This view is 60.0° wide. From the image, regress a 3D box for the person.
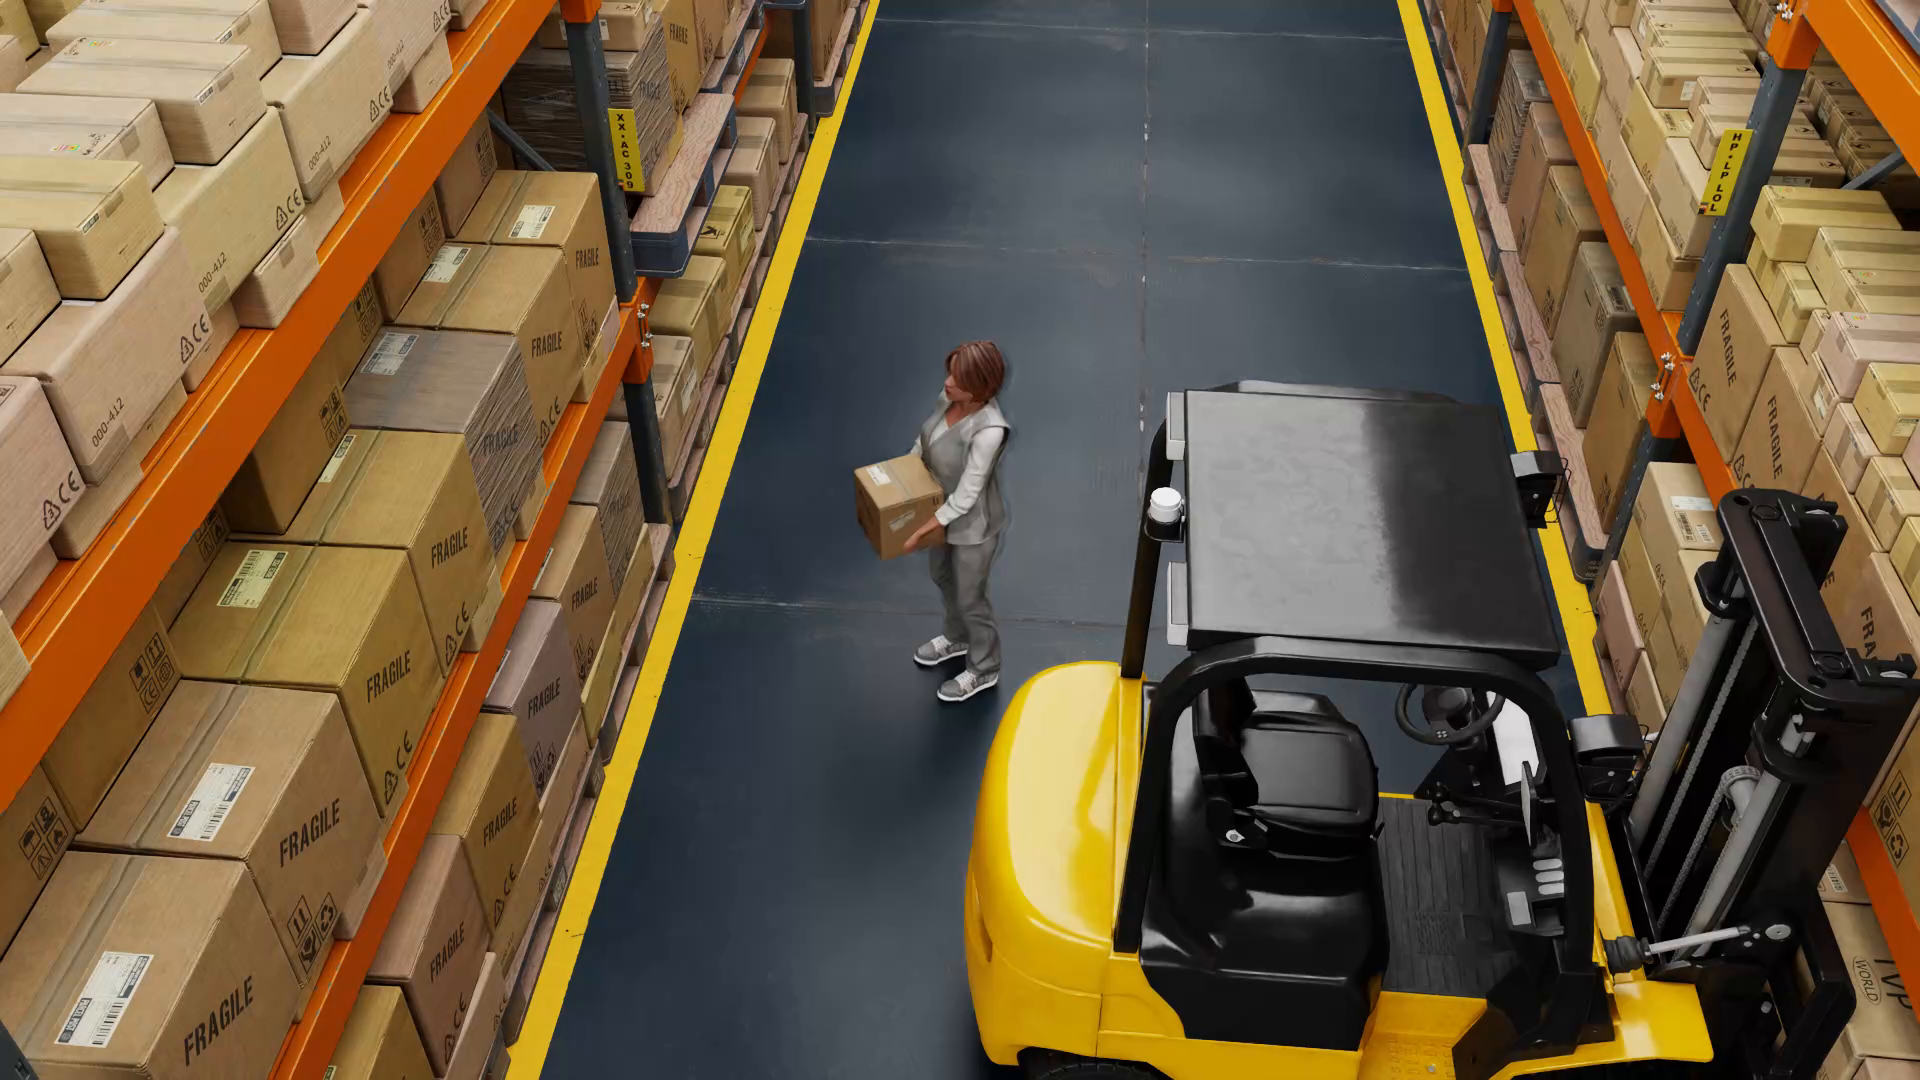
[{"bbox_3d":[-0.071,-0.048,6.220,0.486,1.595,0.412,-15,43,-17],"label":"person"}]
